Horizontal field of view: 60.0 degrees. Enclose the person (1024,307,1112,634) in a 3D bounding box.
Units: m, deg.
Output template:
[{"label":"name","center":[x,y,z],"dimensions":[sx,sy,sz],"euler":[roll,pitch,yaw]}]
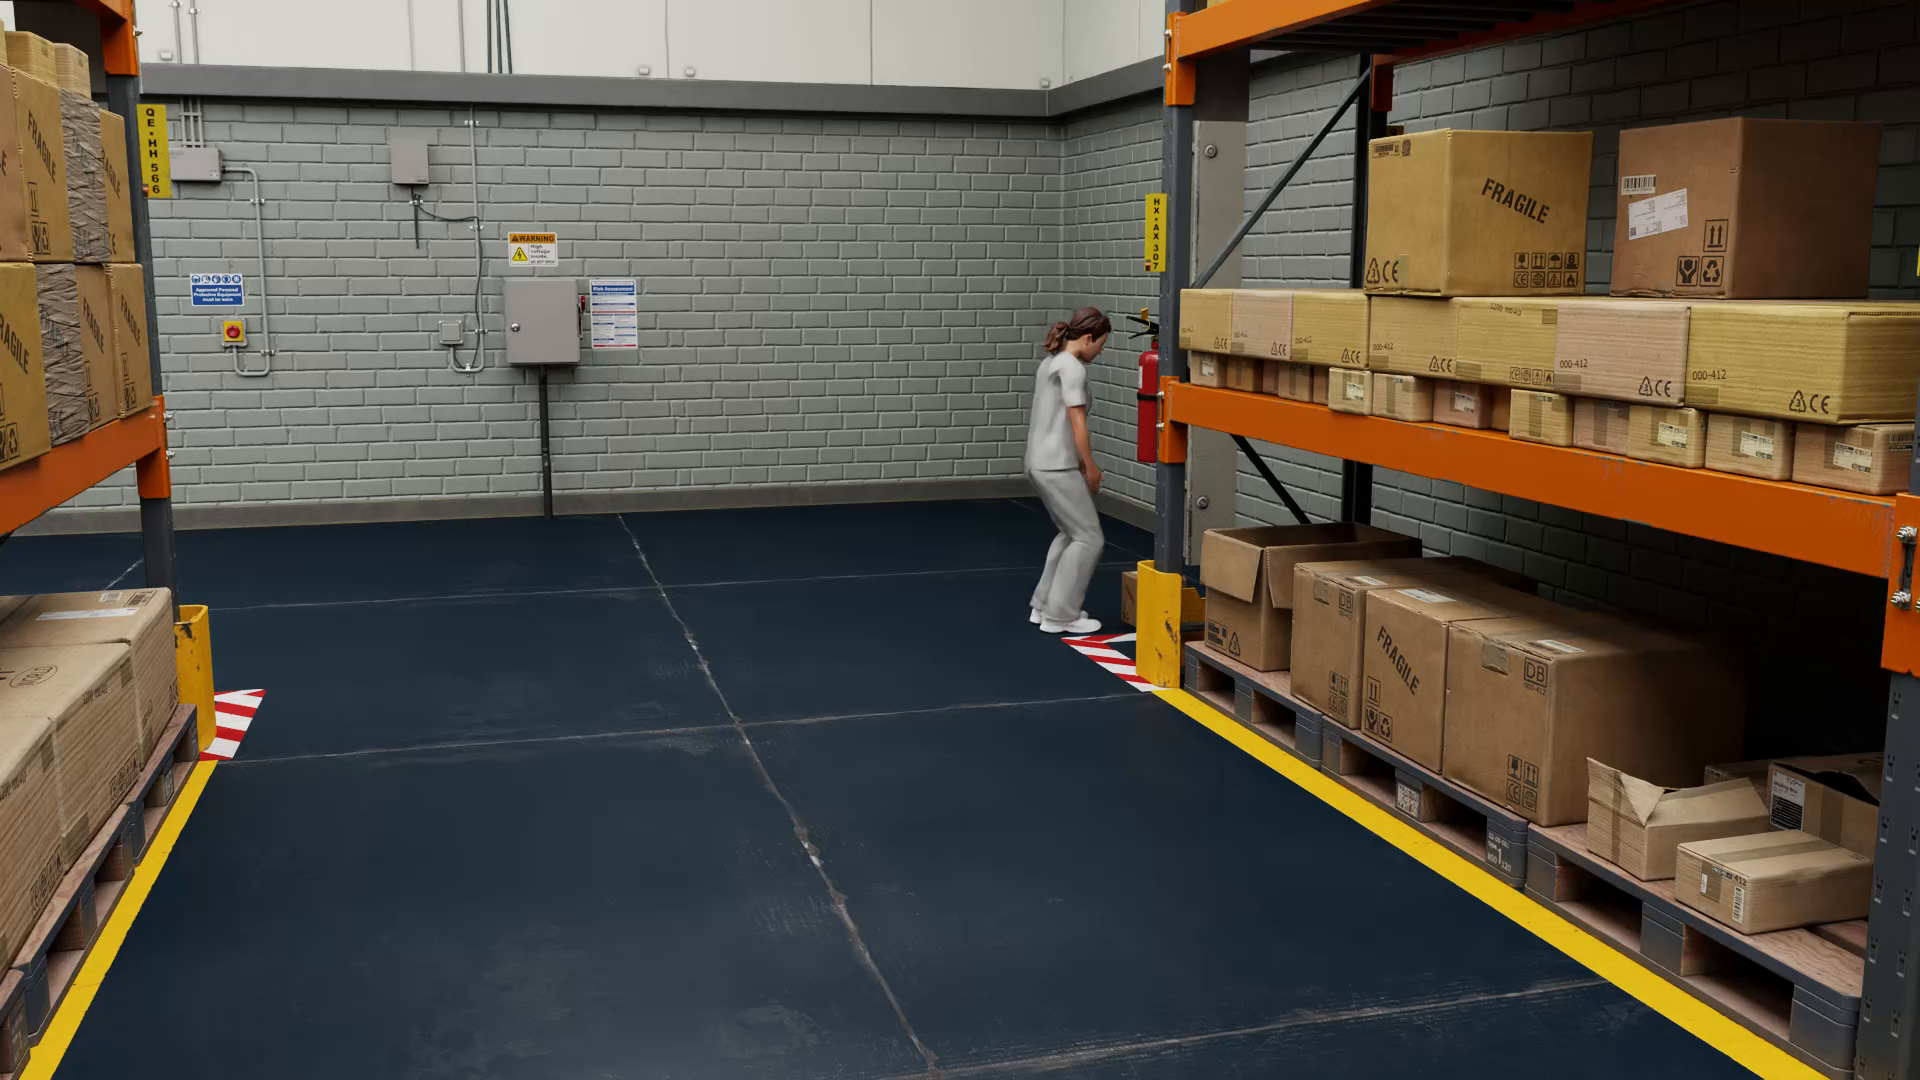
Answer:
[{"label":"person","center":[0.533,-0.352,8.277],"dimensions":[0.426,1.603,0.468],"euler":[-2,9,-9]}]
